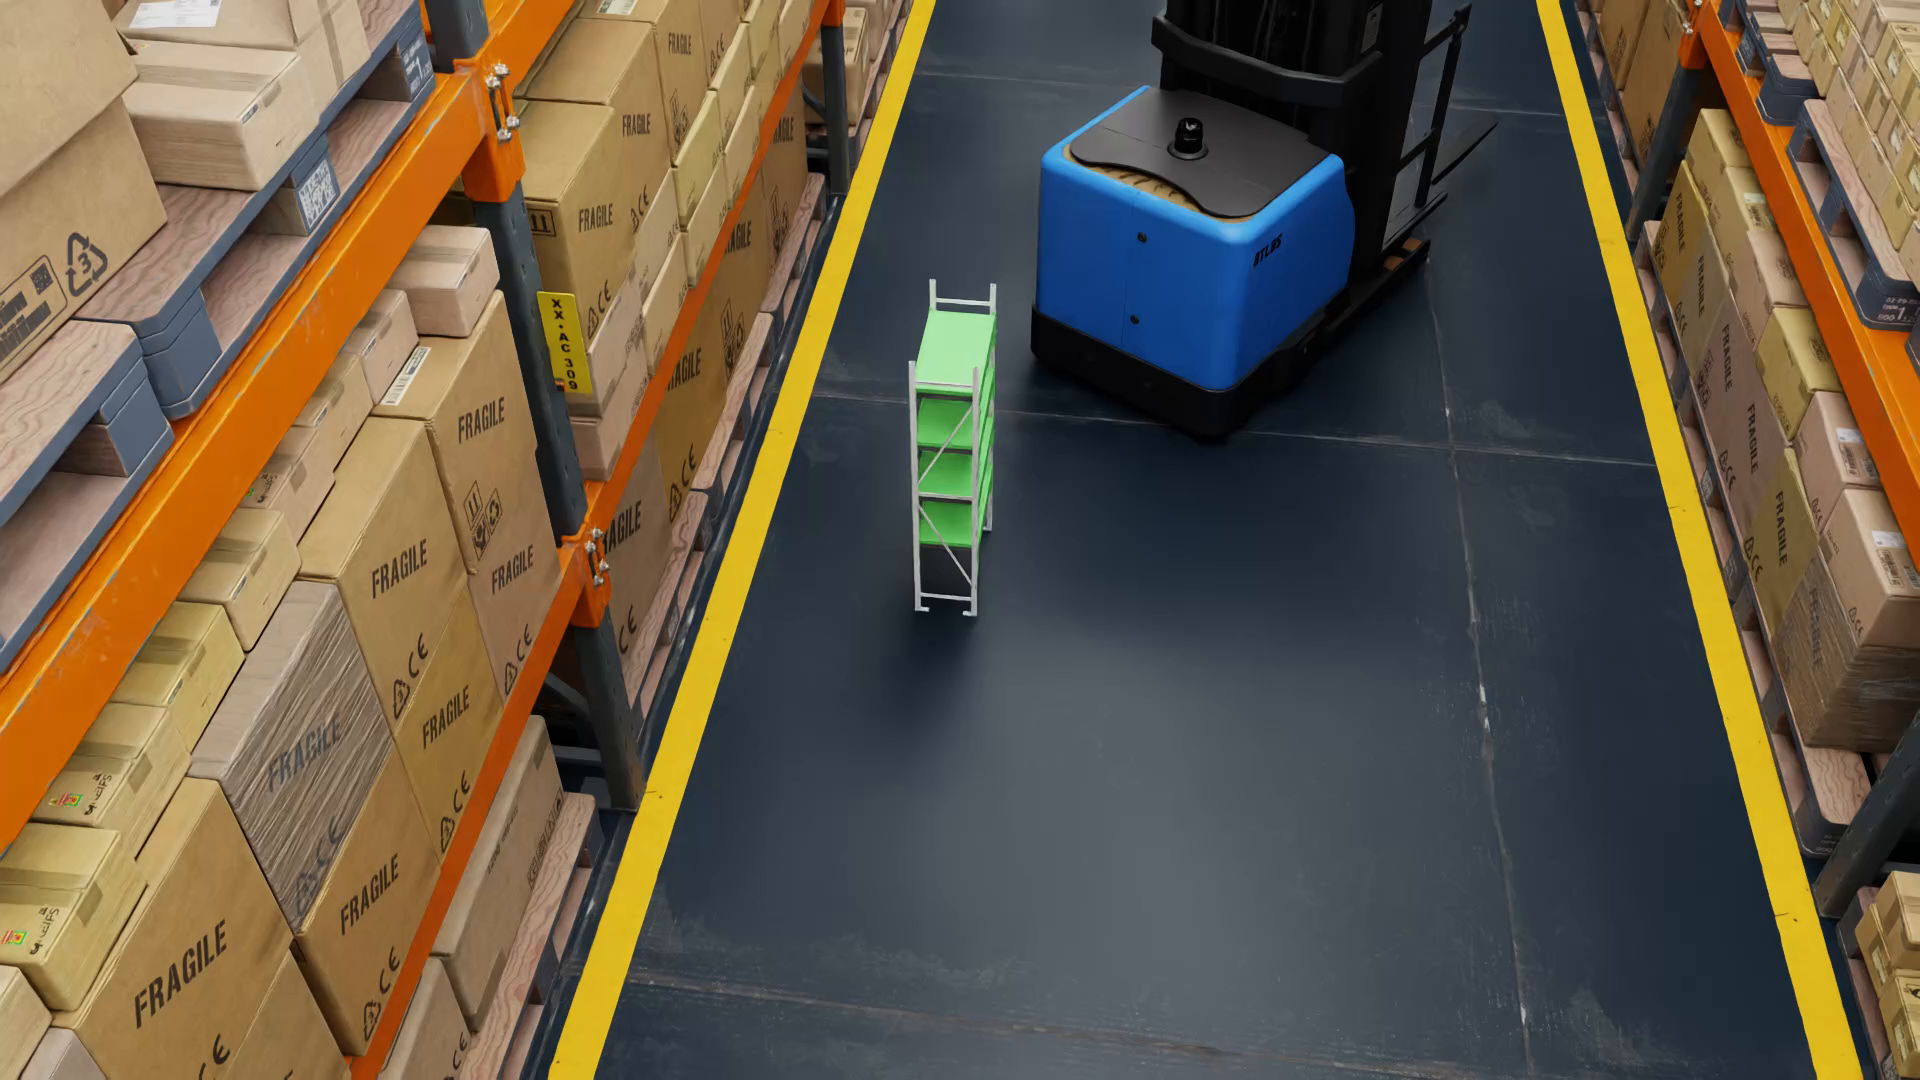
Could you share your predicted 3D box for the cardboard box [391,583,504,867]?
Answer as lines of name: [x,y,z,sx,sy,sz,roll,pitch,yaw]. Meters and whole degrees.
cardboard box: [-1.473,0.425,4.046,0.500,0.500,0.500,4,44,4]

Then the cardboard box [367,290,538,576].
cardboard box: [-1.391,-0.282,4.066,0.500,0.500,0.500,5,44,5]

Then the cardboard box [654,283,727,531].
cardboard box: [-1.488,-0.656,6.501,0.875,0.875,0.875,6,44,7]

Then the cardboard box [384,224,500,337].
cardboard box: [-1.328,-0.625,3.957,0.380,0.149,0.250,4,44,5]

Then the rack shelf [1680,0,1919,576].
rack shelf: [3.582,-0.950,6.094,1.077,0.370,4.000,5,44,6]

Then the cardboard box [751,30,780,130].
cardboard box: [-1.018,-1.841,6.622,0.500,0.250,0.500,5,44,5]

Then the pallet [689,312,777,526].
pallet: [-1.416,-0.583,7.212,1.003,0.211,1.213,5,44,6]

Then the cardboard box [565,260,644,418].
cardboard box: [-1.265,-0.630,4.979,0.500,0.250,0.500,4,44,4]

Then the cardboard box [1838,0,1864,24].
cardboard box: [3.488,-2.023,6.150,0.380,0.149,0.250,4,44,4]

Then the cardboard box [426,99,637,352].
cardboard box: [-1.259,-0.902,4.721,0.500,0.500,0.500,6,44,6]

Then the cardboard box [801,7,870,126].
cardboard box: [-0.989,-2.537,8.854,0.950,0.372,0.625,3,43,3]

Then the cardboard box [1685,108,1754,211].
cardboard box: [3.515,-1.643,7.271,0.500,0.250,0.500,3,44,4]

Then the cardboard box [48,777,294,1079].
cardboard box: [-1.599,0.752,2.974,0.500,0.500,0.500,5,44,6]

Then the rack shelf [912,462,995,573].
rack shelf: [-0.022,-0.102,6.427,0.258,0.148,0.480,5,44,6]

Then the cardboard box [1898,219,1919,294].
cardboard box: [3.307,-0.905,5.402,0.380,0.149,0.250,4,44,4]

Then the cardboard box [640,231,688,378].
cardboard box: [-1.216,-0.803,5.526,0.500,0.250,0.500,4,44,4]

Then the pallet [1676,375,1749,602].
pallet: [3.578,-0.200,6.807,1.003,0.211,1.213,5,44,6]

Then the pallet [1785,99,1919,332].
pallet: [3.625,-1.151,5.924,1.003,0.211,1.213,5,44,6]

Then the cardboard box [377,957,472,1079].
cardboard box: [-1.910,1.577,4.461,0.875,0.438,0.875,4,44,4]

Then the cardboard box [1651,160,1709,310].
cardboard box: [3.500,-1.360,7.517,0.500,0.500,0.500,4,44,4]

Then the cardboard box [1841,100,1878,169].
cardboard box: [3.414,-1.445,5.971,0.380,0.149,0.250,6,44,6]

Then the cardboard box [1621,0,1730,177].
cardboard box: [4.016,-2.316,8.345,1.050,0.750,0.750,5,44,5]

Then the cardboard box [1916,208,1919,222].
cardboard box: [3.311,-1.019,5.305,0.380,0.149,0.250,3,44,3]

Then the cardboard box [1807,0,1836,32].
cardboard box: [3.517,-2.065,6.410,0.380,0.149,0.250,4,44,4]

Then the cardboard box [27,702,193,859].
cardboard box: [-1.577,0.409,2.864,0.380,0.149,0.250,5,44,6]

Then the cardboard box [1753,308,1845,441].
cardboard box: [3.302,-0.606,6.176,0.500,0.250,0.500,3,44,4]

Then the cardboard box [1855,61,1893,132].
cardboard box: [3.414,-1.554,5.871,0.380,0.149,0.250,5,44,5]

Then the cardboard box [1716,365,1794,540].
cardboard box: [3.306,-0.319,6.418,0.500,0.500,0.500,4,44,5]

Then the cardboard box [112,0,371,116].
cardboard box: [-1.370,-0.994,3.156,0.396,0.266,0.258,7,44,7]

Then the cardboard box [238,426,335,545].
cardboard box: [-1.529,-0.112,3.415,0.380,0.149,0.250,5,44,5]

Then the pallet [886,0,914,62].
pallet: [-0.805,-3.304,10.086,1.003,0.211,1.213,5,44,6]

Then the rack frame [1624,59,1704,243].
rack frame: [3.846,-2.574,7.287,1.000,3.000,0.127,5,44,6]

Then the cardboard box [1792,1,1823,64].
cardboard box: [3.516,-1.982,6.539,0.380,0.149,0.250,7,44,8]

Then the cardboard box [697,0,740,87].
cardboard box: [-1.089,-1.946,5.823,0.500,0.500,0.500,5,44,5]

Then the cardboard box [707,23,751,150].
cardboard box: [-1.066,-1.674,6.082,0.500,0.250,0.500,4,44,4]

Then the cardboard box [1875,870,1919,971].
cardboard box: [2.952,1.145,4.911,0.380,0.149,0.250,7,44,7]

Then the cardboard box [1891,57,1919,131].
cardboard box: [3.384,-1.488,5.585,0.380,0.149,0.250,5,44,5]

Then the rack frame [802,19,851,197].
rack frame: [-1.074,-2.955,7.689,1.000,3.000,0.127,5,44,6]

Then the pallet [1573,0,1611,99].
pallet: [4.189,-2.921,9.681,1.003,0.211,1.213,5,44,6]

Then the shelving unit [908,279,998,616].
shelving unit: [-0.022,-0.323,6.218,0.258,1.200,0.503,5,44,6]

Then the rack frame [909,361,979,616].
rack frame: [-0.054,-0.157,6.043,0.240,1.200,0.015,5,44,6]

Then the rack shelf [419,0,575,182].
rack shelf: [-1.338,-2.420,5.466,1.077,0.370,4.000,5,44,6]

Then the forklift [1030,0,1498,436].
forklift: [1.635,-2.463,7.220,1.130,2.935,3.031,29,51,27]

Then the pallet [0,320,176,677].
pallet: [-1.885,0.100,2.346,1.003,0.211,1.213,5,44,6]
